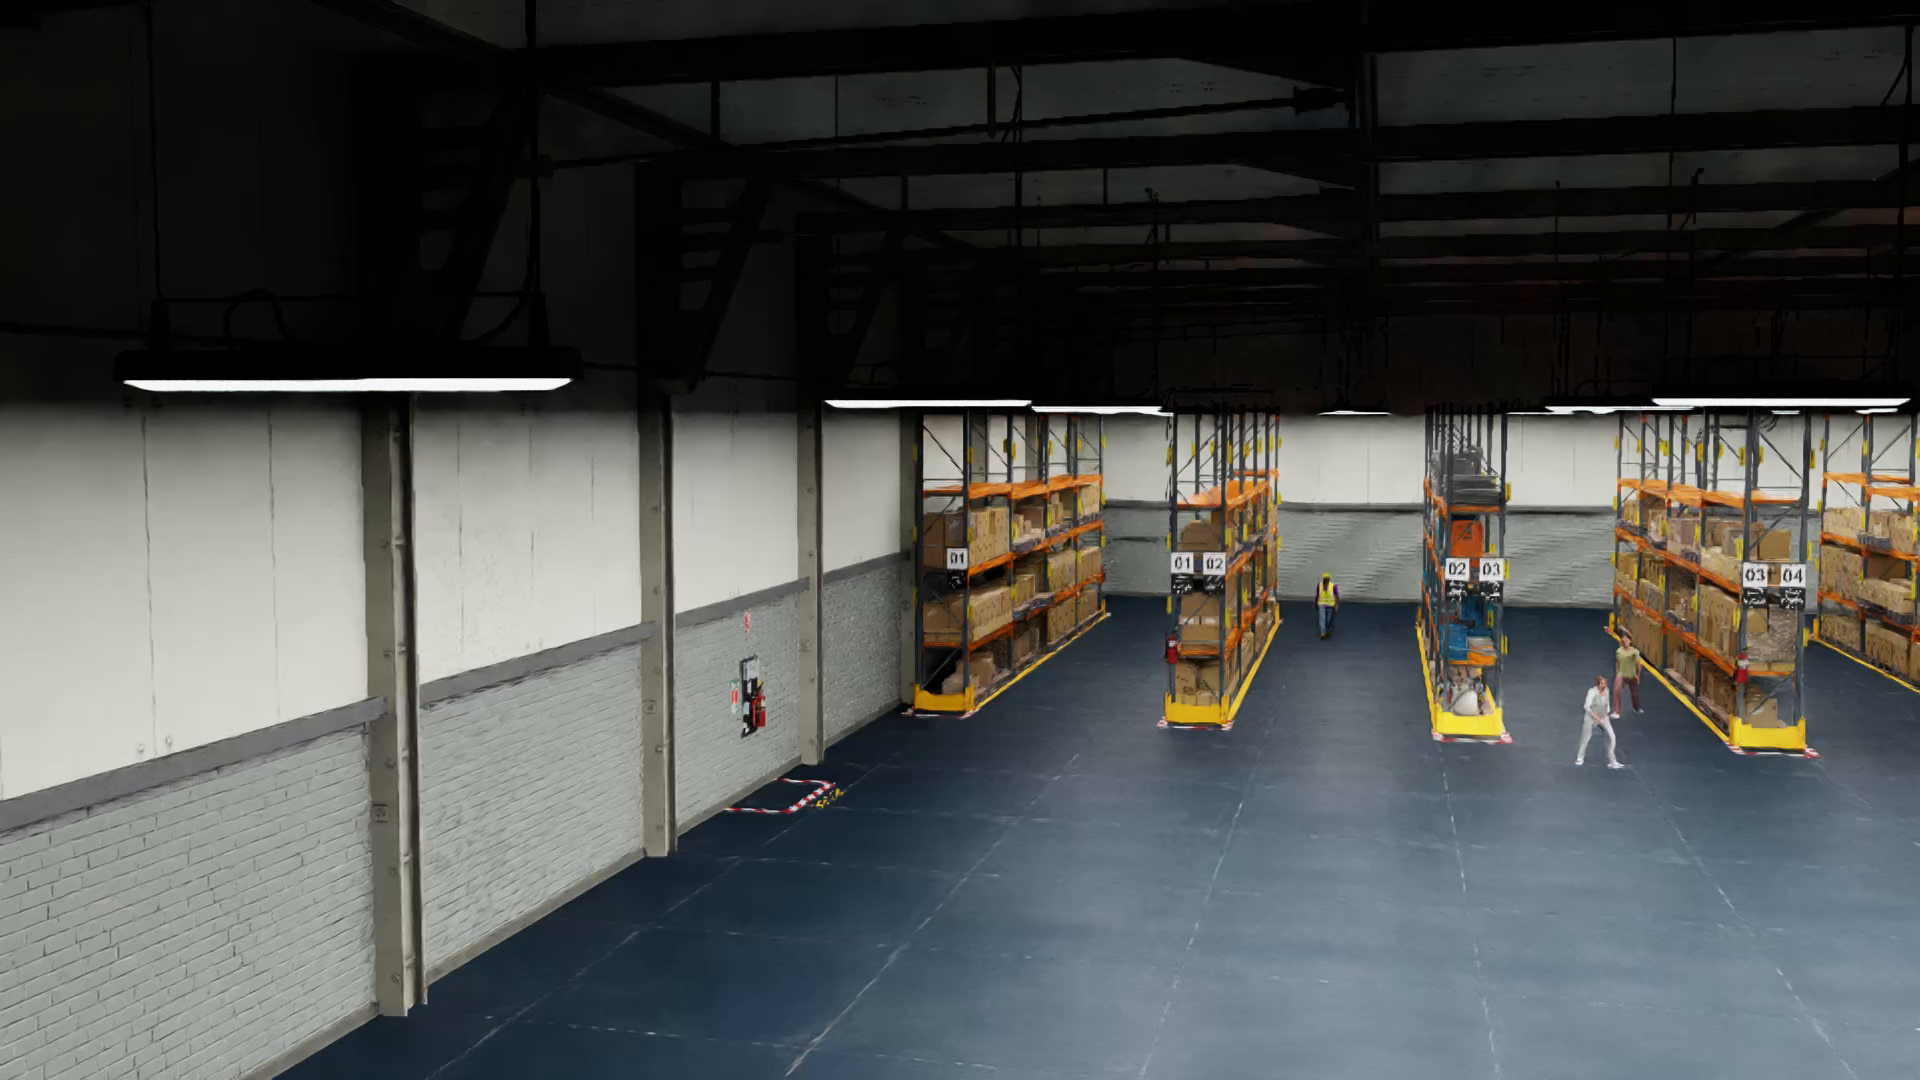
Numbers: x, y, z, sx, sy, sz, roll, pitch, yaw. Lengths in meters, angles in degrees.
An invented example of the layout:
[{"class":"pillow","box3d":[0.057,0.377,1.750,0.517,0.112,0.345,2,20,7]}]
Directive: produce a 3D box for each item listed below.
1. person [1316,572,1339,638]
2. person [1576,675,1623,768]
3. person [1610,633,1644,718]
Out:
[{"class":"person","box3d":[9.546,1.675,43.247,0.589,1.716,1.043,1,4,13]},{"class":"person","box3d":[10.426,2.959,27.187,0.574,1.498,0.749,0,4,-6]},{"class":"person","box3d":[12.755,2.573,31.742,0.492,1.609,0.953,3,5,35]}]
